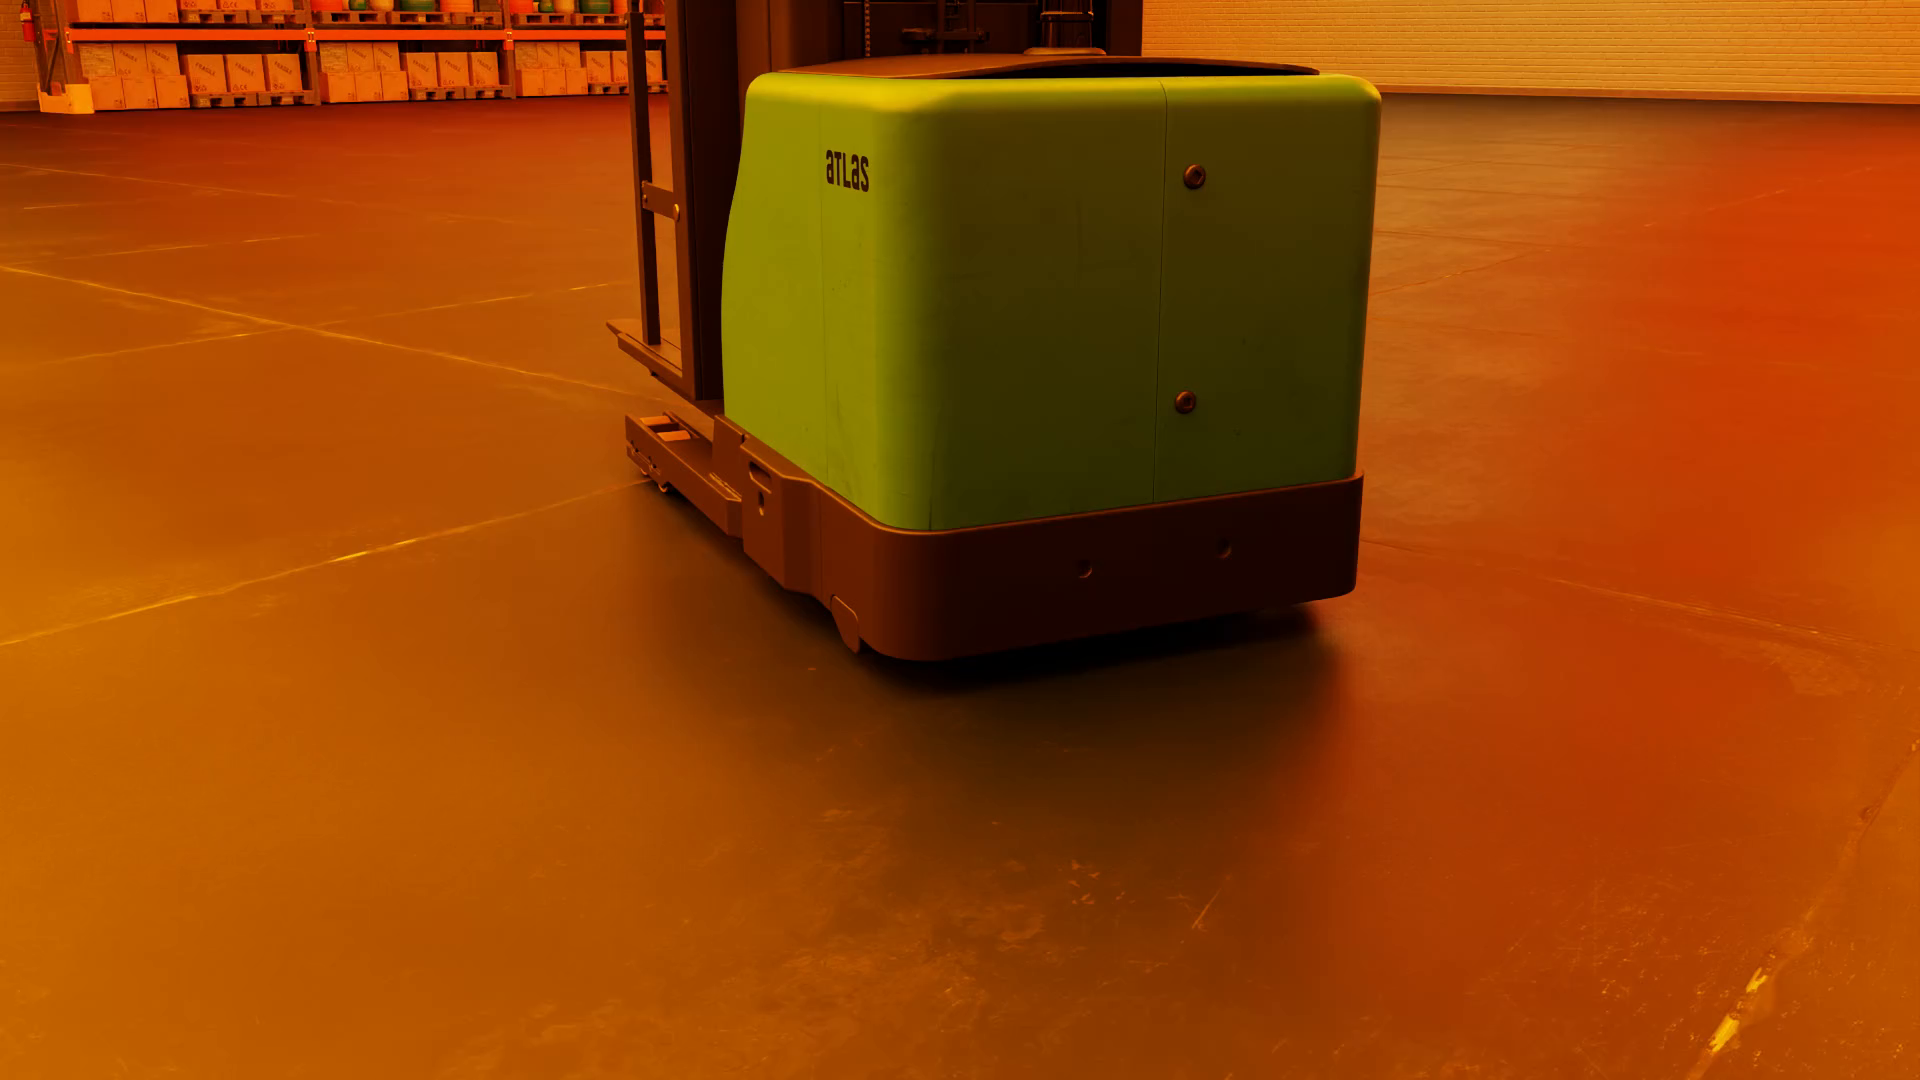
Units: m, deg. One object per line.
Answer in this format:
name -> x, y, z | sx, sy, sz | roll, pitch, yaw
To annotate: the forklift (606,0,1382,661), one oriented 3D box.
forklift -> -0.259, -1.569, 4.065 | 1.130, 2.935, 3.031 | -7, 18, -23
